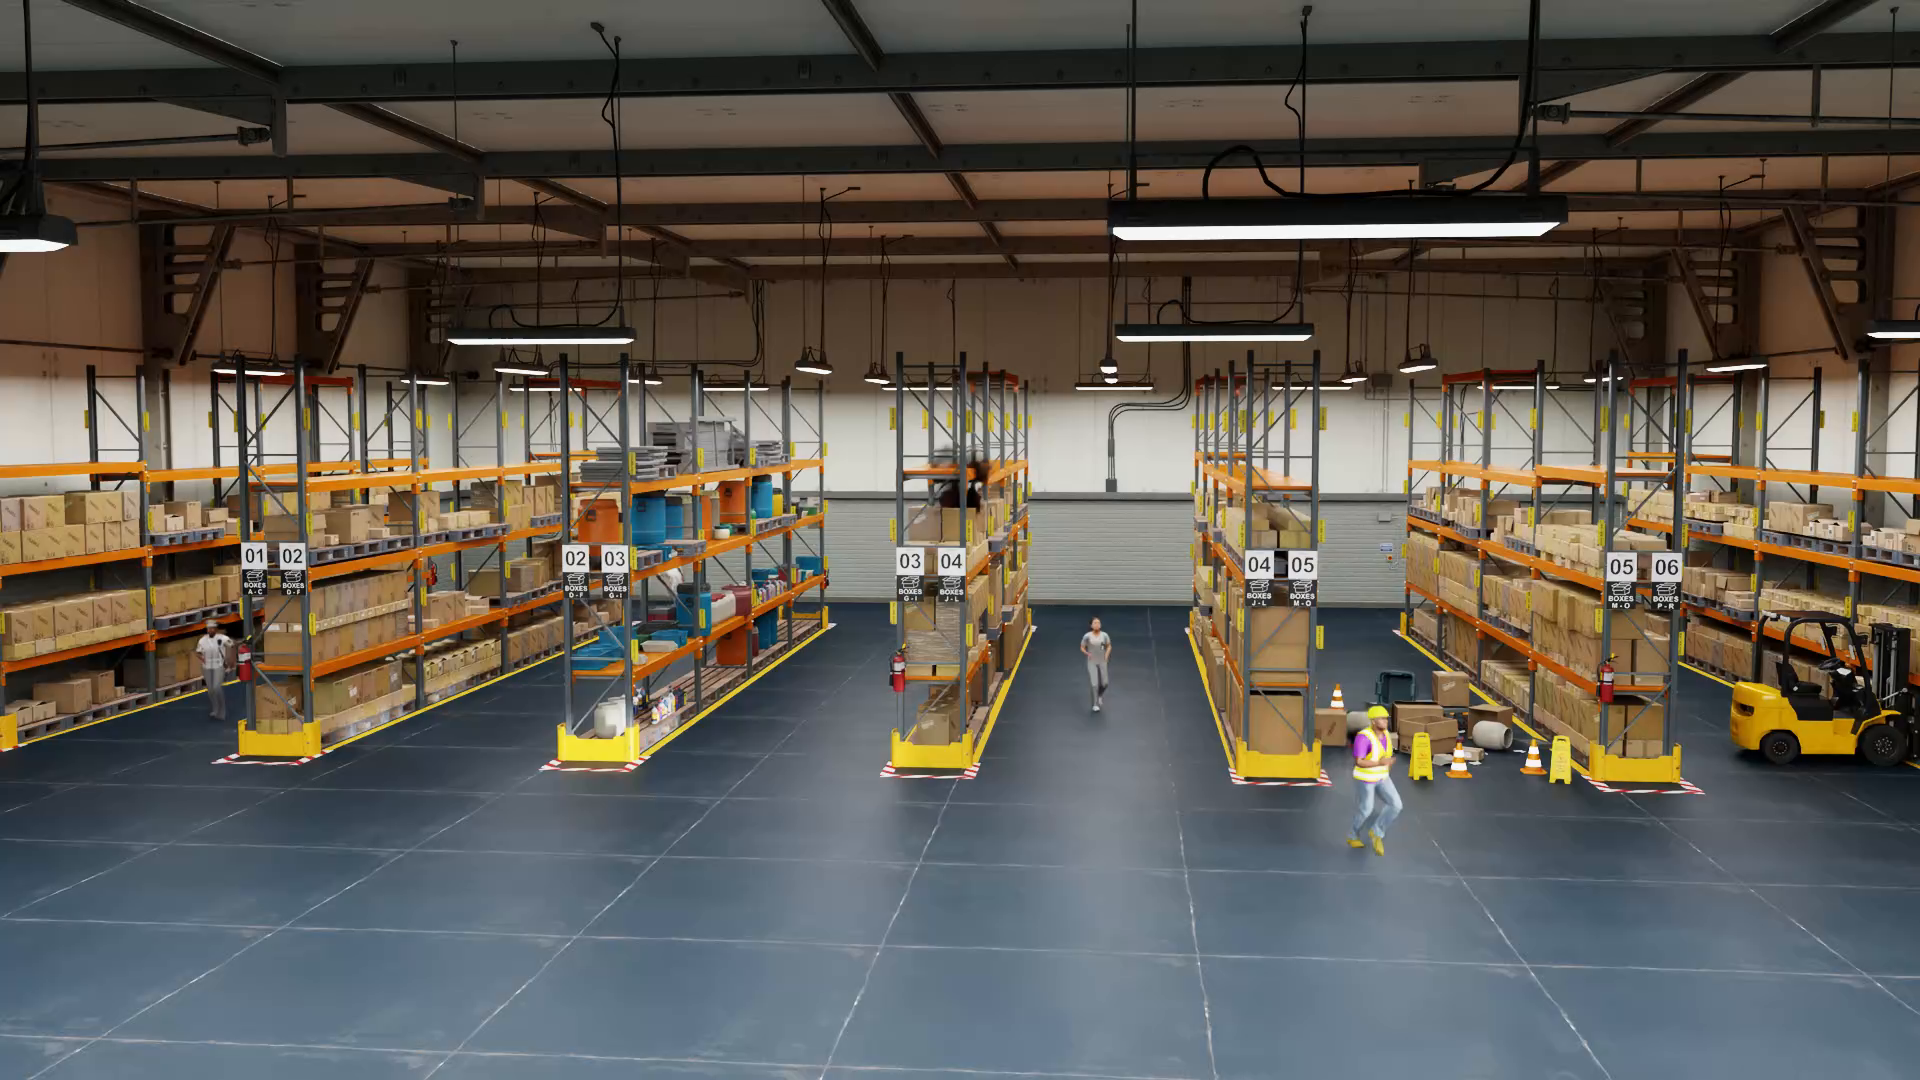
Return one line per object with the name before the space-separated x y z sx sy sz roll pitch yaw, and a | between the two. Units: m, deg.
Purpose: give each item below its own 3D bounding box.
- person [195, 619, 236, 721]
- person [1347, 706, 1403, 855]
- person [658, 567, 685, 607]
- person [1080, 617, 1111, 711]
person | -12.516 2.193 27.944 0.590 1.748 0.717 -1 4 -8
person | 4.776 2.759 19.164 0.734 1.738 0.797 -3 5 -34
person | -7.148 1.214 41.341 0.908 1.739 0.700 4 6 43
person | 2.363 2.143 28.770 0.560 1.622 0.577 0 4 -6
